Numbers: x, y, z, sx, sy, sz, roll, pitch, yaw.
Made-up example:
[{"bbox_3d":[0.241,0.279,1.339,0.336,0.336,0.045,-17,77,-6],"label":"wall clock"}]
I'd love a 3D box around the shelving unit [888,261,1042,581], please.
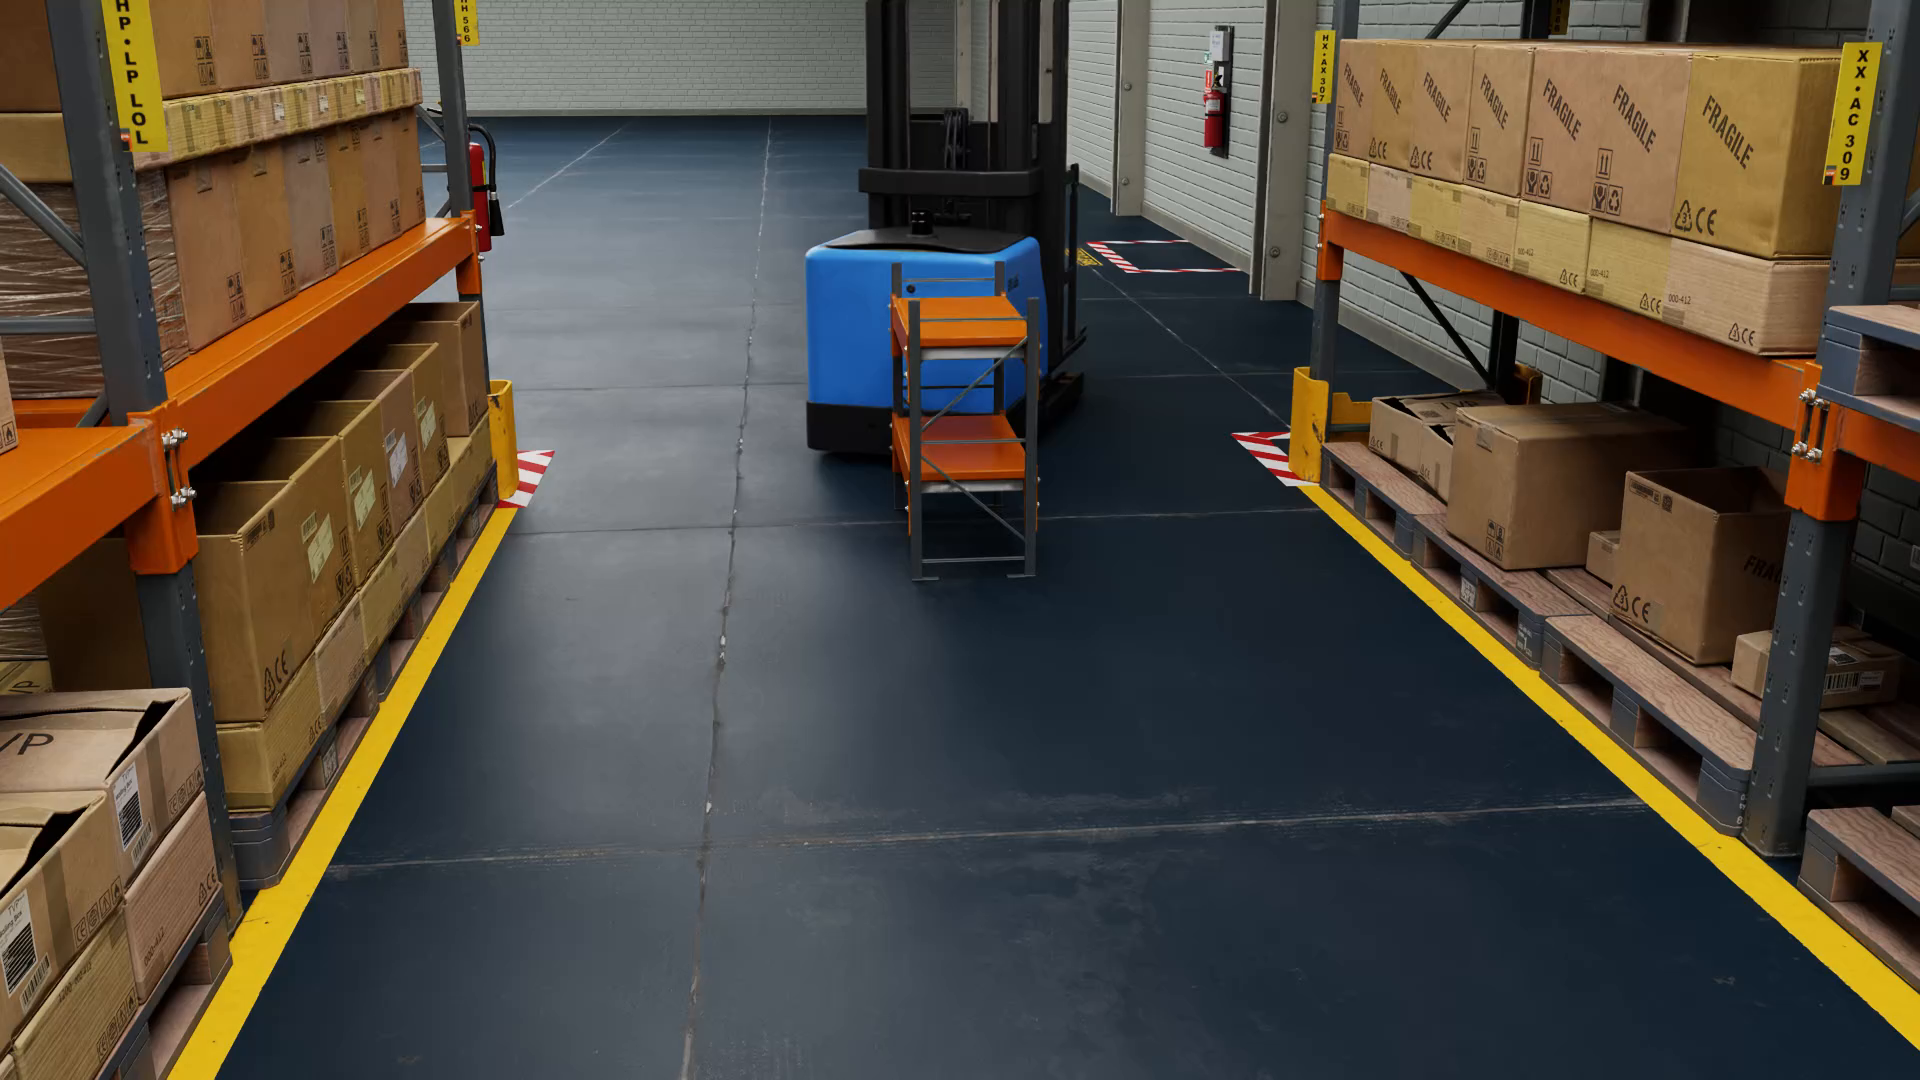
[{"bbox_3d":[0.001,-0.535,7.002,0.538,1.125,1.048,-2,18,-6],"label":"shelving unit"}]

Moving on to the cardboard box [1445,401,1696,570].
[{"bbox_3d":[2.296,-0.217,6.300,0.700,0.500,0.500,-3,18,-9],"label":"cardboard box"}]

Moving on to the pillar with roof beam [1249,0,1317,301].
[{"bbox_3d":[-1.739,-6.134,11.692,9.100,9.000,0.400,-2,18,-6],"label":"pillar with roof beam"}]

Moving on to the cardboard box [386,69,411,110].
[{"bbox_3d":[-2.441,-1.816,6.704,0.380,0.149,0.250,-1,17,-4],"label":"cardboard box"}]

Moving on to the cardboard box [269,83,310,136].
[{"bbox_3d":[-2.284,-1.358,5.244,0.380,0.149,0.250,-2,18,-6],"label":"cardboard box"}]

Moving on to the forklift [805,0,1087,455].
[{"bbox_3d":[0.102,-2.185,9.242,1.130,2.935,3.031,5,18,14],"label":"forklift"}]

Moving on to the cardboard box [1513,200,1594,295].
[{"bbox_3d":[2.181,-0.975,5.492,0.500,0.250,0.500,-2,18,-6],"label":"cardboard box"}]

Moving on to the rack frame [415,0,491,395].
[{"bbox_3d":[-2.698,-1.645,7.408,1.000,3.000,0.127,-2,18,-6],"label":"rack frame"}]

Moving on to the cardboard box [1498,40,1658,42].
[{"bbox_3d":[2.531,-1.811,6.901,0.500,0.500,0.500,-2,17,-5],"label":"cardboard box"}]

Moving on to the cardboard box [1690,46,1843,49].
[{"bbox_3d":[2.705,-1.352,5.442,0.500,0.500,0.500,-1,17,-4],"label":"cardboard box"}]

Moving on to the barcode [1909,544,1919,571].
[{"bbox_3d":[2.825,0.055,4.900,0.001,0.075,0.075,-2,18,-6],"label":"barcode"}]

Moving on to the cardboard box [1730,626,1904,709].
[{"bbox_3d":[2.557,0.376,4.966,0.380,0.166,0.250,-4,18,-13],"label":"cardboard box"}]

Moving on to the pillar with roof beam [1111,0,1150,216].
[{"bbox_3d":[-2.358,-7.922,17.386,9.100,9.000,0.400,-2,18,-6],"label":"pillar with roof beam"}]

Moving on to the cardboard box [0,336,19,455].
[{"bbox_3d":[-2.191,-0.236,3.172,0.500,0.250,0.500,-1,17,-2],"label":"cardboard box"}]

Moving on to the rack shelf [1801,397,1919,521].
[{"bbox_3d":[2.848,0.332,2.313,1.077,0.370,4.000,-2,18,-6],"label":"rack shelf"}]

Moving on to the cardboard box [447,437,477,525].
[{"bbox_3d":[-2.285,-0.234,6.804,0.500,0.250,0.500,-2,18,-6],"label":"cardboard box"}]

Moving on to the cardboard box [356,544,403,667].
[{"bbox_3d":[-2.124,0.213,5.381,0.500,0.250,0.500,-2,18,-6],"label":"cardboard box"}]

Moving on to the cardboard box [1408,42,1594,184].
[{"bbox_3d":[2.067,-1.641,6.363,0.500,0.500,0.500,-2,18,-7],"label":"cardboard box"}]

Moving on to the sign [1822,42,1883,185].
[{"bbox_3d":[2.103,-1.001,3.913,0.100,0.325,0.005,-2,18,-6],"label":"sign"}]

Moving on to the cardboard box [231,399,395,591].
[{"bbox_3d":[-2.125,-0.145,5.269,0.500,0.500,0.500,-2,18,-6],"label":"cardboard box"}]

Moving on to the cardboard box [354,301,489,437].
[{"bbox_3d":[-2.346,-0.740,7.165,0.500,0.500,0.500,-2,18,-6],"label":"cardboard box"}]

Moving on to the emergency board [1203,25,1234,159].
[{"bbox_3d":[2.326,-4.142,15.363,0.194,1.169,0.643,-2,18,-6],"label":"emergency board"}]

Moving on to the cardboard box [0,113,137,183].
[{"bbox_3d":[-2.120,-0.896,3.774,0.380,0.149,0.250,-2,18,-6],"label":"cardboard box"}]

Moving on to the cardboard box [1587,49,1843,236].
[{"bbox_3d":[2.228,-1.183,4.902,0.500,0.500,0.500,-2,18,-6],"label":"cardboard box"}]

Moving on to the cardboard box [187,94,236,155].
[{"bbox_3d":[-2.203,-1.126,4.506,0.380,0.149,0.250,-2,18,-6],"label":"cardboard box"}]

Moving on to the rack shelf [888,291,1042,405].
[{"bbox_3d":[0.001,-0.814,6.915,0.538,0.278,1.000,-2,18,-6],"label":"rack shelf"}]

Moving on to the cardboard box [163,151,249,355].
[{"bbox_3d":[-2.398,-0.790,4.518,0.700,0.500,0.500,-2,18,-6],"label":"cardboard box"}]

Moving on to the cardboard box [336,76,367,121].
[{"bbox_3d":[-2.363,-1.587,5.973,0.380,0.149,0.250,-1,17,-4],"label":"cardboard box"}]

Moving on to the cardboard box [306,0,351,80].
[{"bbox_3d":[-2.544,-1.849,5.728,0.700,0.500,0.500,-2,18,-5],"label":"cardboard box"}]

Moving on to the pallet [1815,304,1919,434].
[{"bbox_3d":[2.576,-0.283,3.392,1.003,0.211,1.213,-2,18,-6],"label":"pallet"}]

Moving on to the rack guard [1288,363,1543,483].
[{"bbox_3d":[2.237,-0.584,8.202,1.175,0.500,0.348,-2,18,-6],"label":"rack guard"}]

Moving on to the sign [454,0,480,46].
[{"bbox_3d":[-2.157,-2.323,7.239,0.100,0.325,0.005,-2,18,-6],"label":"sign"}]

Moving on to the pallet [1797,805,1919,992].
[{"bbox_3d":[2.723,0.955,3.782,1.003,0.211,1.213,-2,18,-6],"label":"pallet"}]

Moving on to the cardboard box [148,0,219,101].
[{"bbox_3d":[-2.391,-1.402,4.303,0.700,0.500,0.500,-2,18,-6],"label":"cardboard box"}]

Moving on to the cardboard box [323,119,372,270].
[{"bbox_3d":[-2.558,-1.249,5.979,0.700,0.500,0.500,-2,18,-5],"label":"cardboard box"}]

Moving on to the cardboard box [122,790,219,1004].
[{"bbox_3d":[-1.954,0.773,3.596,0.500,0.250,0.500,-2,18,-6],"label":"cardboard box"}]

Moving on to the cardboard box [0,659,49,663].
[{"bbox_3d":[-2.592,0.378,4.855,0.500,0.250,0.500,-2,18,-6],"label":"cardboard box"}]

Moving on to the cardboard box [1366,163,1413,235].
[{"bbox_3d":[2.031,-1.427,6.933,0.500,0.250,0.500,-2,18,-7],"label":"cardboard box"}]

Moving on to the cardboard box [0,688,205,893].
[{"bbox_3d":[-1.958,0.503,3.521,0.500,0.311,0.500,-2,18,-6],"label":"cardboard box"}]

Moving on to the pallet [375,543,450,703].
[{"bbox_3d":[-2.455,0.275,5.949,1.003,0.211,1.213,-2,18,-6],"label":"pallet"}]

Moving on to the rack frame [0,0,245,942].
[{"bbox_3d":[-2.285,-0.453,3.612,1.000,3.000,0.127,-2,18,-6],"label":"rack frame"}]
